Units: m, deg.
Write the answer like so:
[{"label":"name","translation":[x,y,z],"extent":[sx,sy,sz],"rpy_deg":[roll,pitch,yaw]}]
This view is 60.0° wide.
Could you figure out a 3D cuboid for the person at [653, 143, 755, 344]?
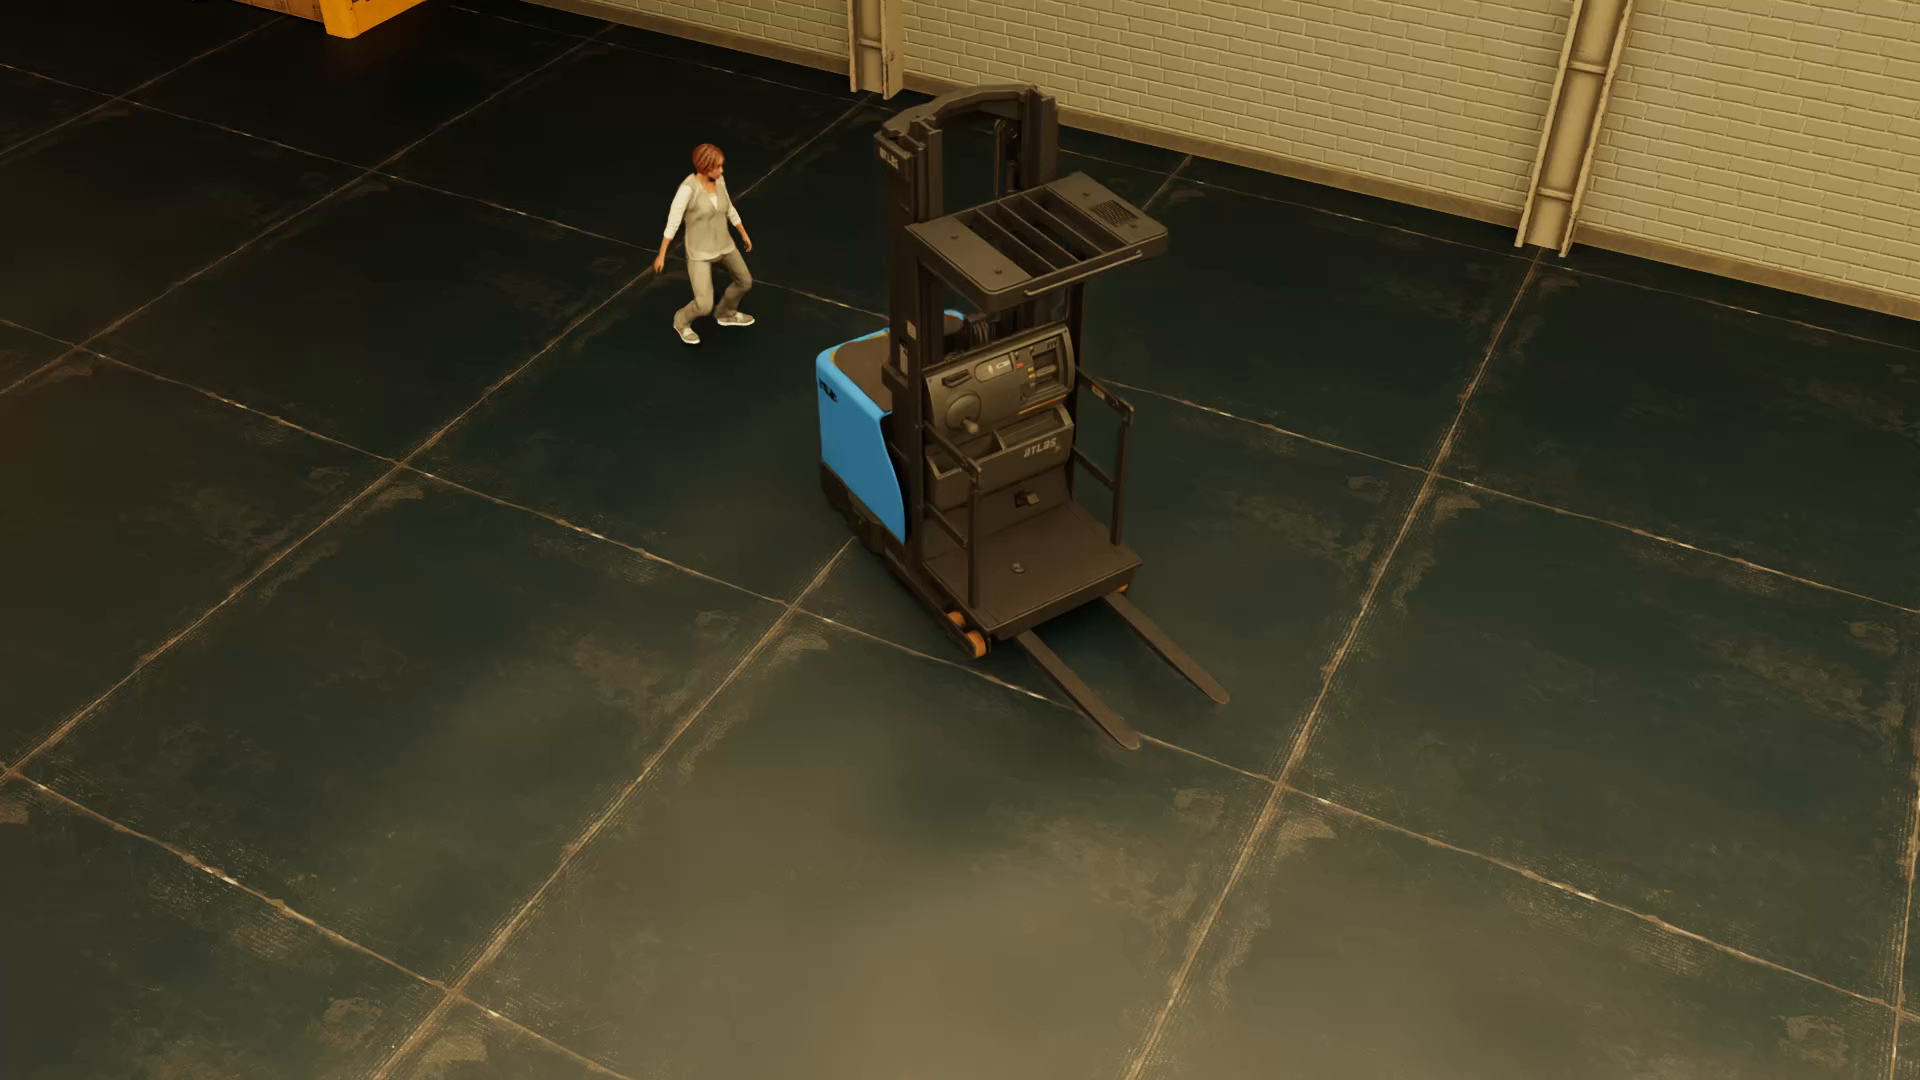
[{"label":"person","translation":[-1.782,-2.020,11.494],"extent":[0.744,1.515,0.449],"rpy_deg":[-33,50,-33]}]

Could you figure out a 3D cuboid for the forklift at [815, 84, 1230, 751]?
[{"label":"forklift","translation":[0.343,-0.793,8.929],"extent":[1.130,2.935,3.031],"rpy_deg":[-23,45,-25]}]
